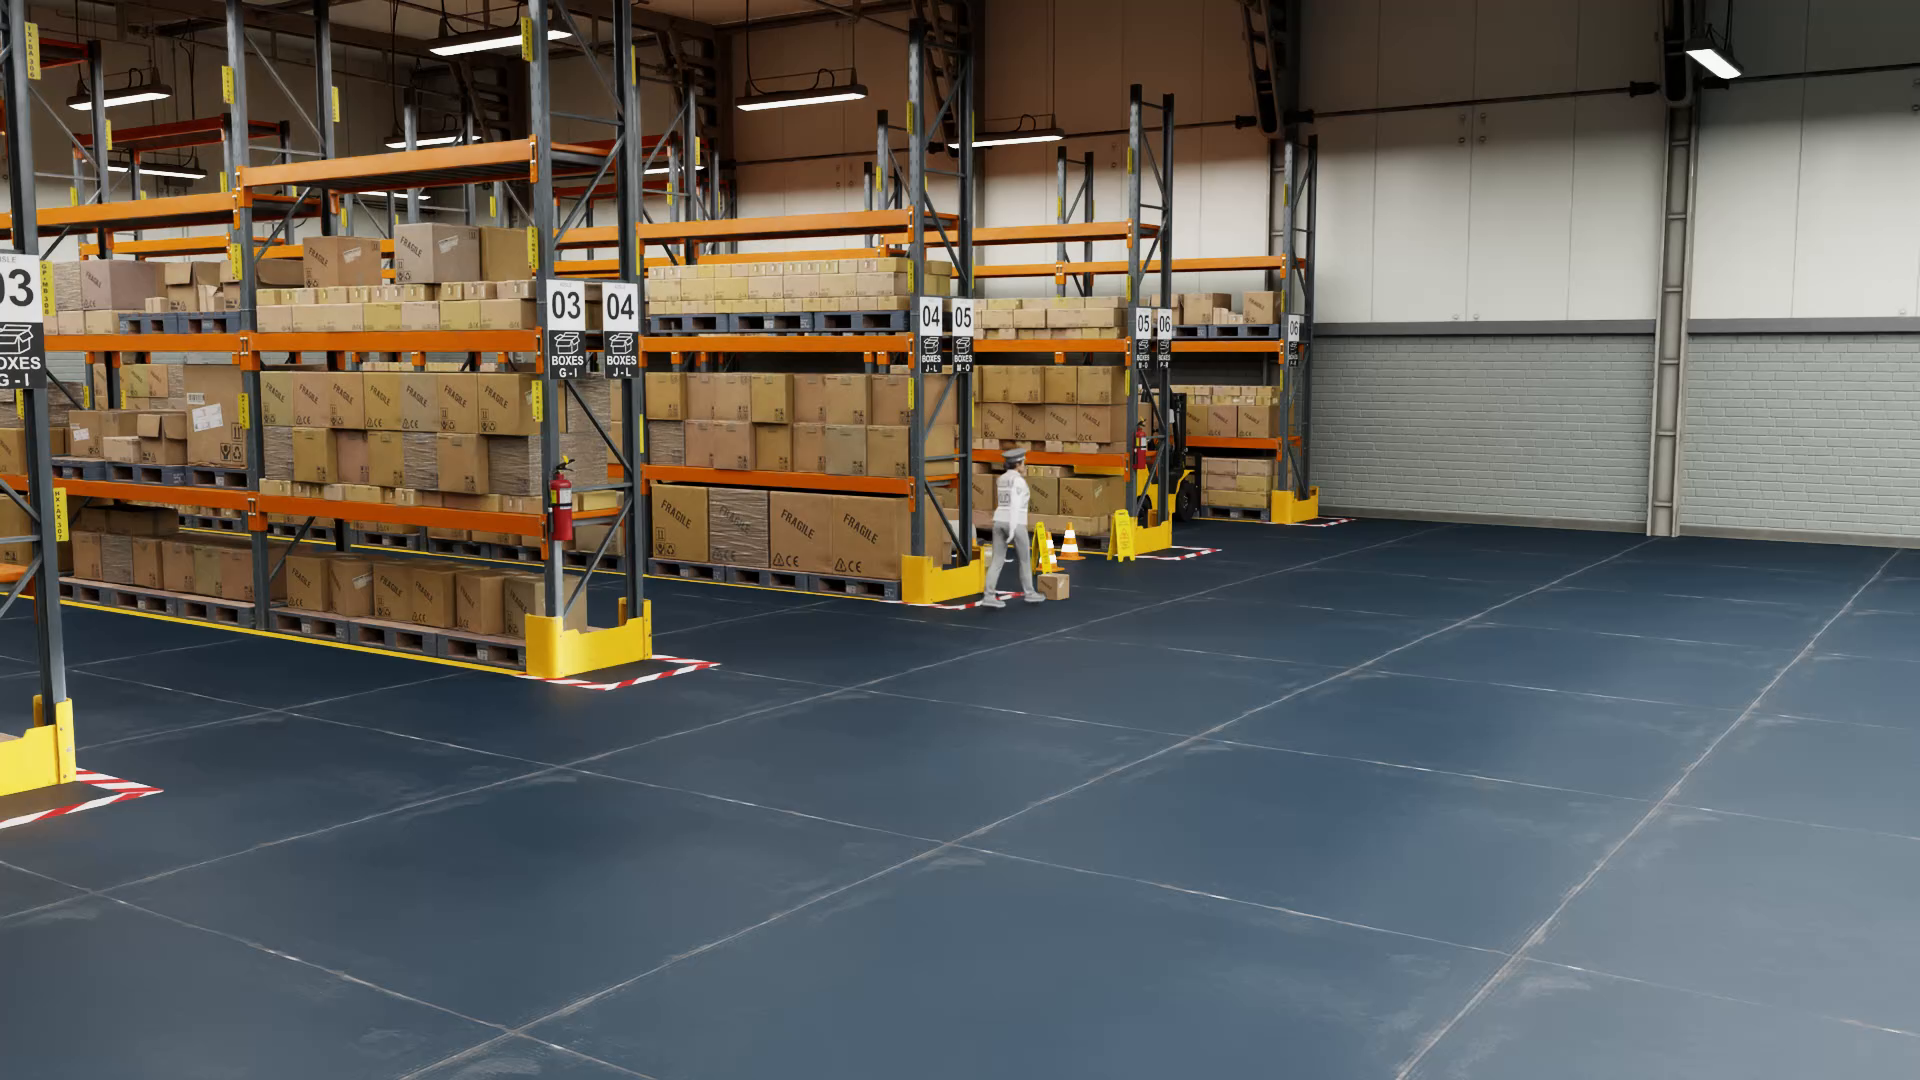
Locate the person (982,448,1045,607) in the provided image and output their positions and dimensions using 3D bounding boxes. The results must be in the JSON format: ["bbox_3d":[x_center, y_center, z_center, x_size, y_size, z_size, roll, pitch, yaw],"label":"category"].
[{"bbox_3d":[0.531,-0.142,17.160,0.447,1.616,0.925,6,9,42],"label":"person"}]
